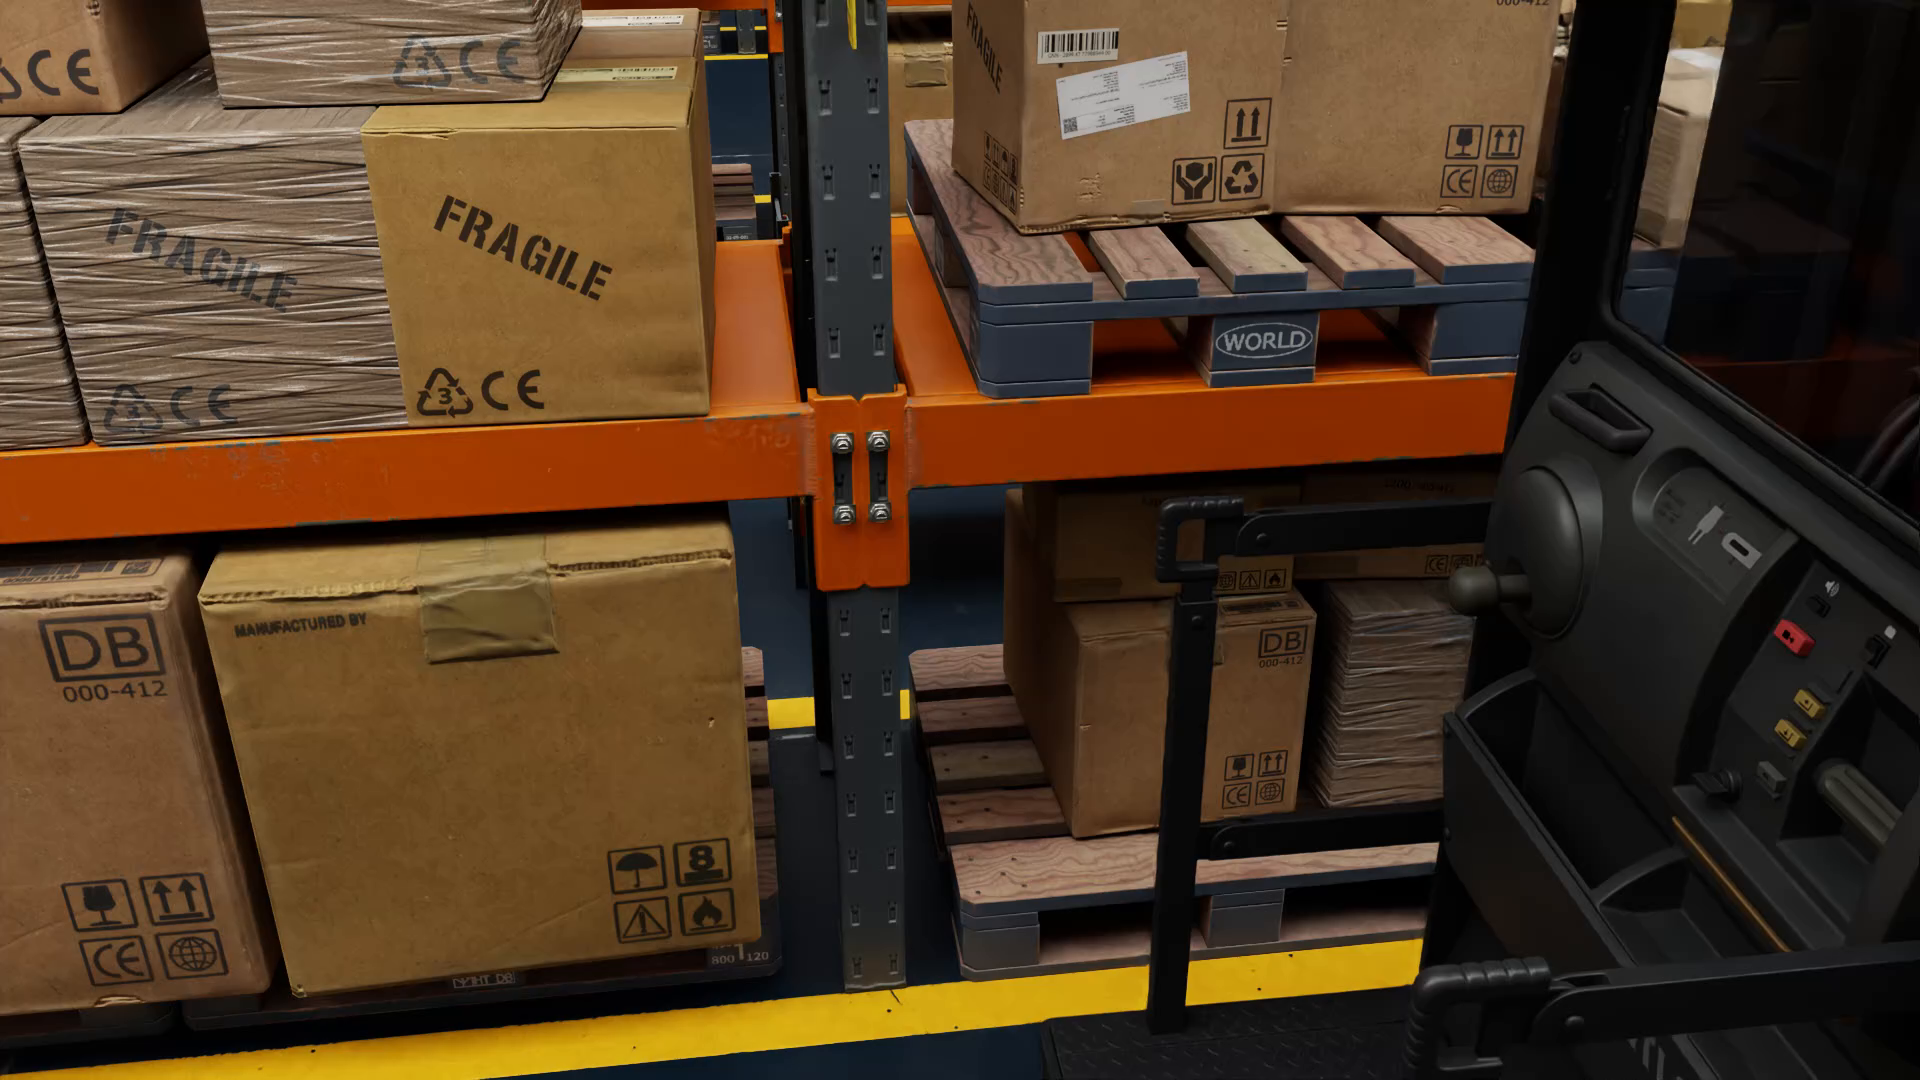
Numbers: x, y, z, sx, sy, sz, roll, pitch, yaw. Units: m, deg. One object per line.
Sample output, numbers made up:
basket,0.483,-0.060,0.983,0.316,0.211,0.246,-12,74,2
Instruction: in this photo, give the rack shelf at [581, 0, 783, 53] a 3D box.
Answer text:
rack shelf,-2.815,-2.430,7.488,4.000,0.370,1.077,-4,27,-7

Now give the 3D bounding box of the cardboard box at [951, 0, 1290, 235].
cardboard box,0.286,-0.913,3.173,0.500,0.500,0.500,-7,28,-13

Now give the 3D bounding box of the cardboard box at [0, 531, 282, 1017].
cardboard box,-1.813,0.217,3.408,0.875,0.875,1.225,-4,27,-7

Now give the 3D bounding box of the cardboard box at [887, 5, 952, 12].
cardboard box,-0.333,-4.208,12.585,0.625,0.372,0.950,-4,27,-8

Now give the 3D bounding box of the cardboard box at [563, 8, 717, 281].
cardboard box,-0.762,-0.765,3.346,0.500,0.500,0.500,-3,27,-6

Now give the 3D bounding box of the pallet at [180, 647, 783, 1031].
pallet,-1.034,0.628,3.795,1.213,0.211,1.003,-4,27,-7

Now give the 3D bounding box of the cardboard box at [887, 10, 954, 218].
cardboard box,-0.219,-2.061,7.986,0.750,0.750,1.050,-4,27,-8

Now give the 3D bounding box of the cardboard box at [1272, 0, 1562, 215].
cardboard box,0.825,-0.993,3.330,0.500,0.500,0.700,0,27,1

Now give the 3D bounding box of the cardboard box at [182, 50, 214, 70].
cardboard box,-1.273,-0.732,3.280,0.500,0.500,0.500,-4,27,-9

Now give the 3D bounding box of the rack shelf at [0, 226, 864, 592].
rack shelf,-2.224,-0.181,3.106,4.000,0.370,1.077,-4,27,-7

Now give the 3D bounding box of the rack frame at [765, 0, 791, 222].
rack frame,-0.834,-2.877,7.572,0.127,3.000,1.000,-4,27,-7

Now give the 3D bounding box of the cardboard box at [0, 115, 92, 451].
cardboard box,-1.706,-0.466,2.764,0.500,0.500,0.500,-5,28,-9

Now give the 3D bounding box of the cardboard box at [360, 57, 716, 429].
cardboard box,-0.697,-0.530,2.887,0.500,0.500,0.500,-3,27,-6

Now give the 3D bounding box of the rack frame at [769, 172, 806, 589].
rack frame,-0.510,-0.468,4.929,0.032,1.125,0.500,-4,27,-7

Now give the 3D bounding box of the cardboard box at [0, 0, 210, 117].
cardboard box,-1.615,-1.040,2.783,0.637,0.503,0.797,-3,27,-6

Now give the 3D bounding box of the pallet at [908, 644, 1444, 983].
pallet,0.531,0.563,3.922,1.213,0.211,1.003,-4,27,-7

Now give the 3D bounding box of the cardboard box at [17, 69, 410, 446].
cardboard box,-1.192,-0.501,2.831,0.500,0.500,0.500,-4,27,-8

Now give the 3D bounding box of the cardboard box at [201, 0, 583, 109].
cardboard box,-0.969,-1.080,2.861,0.637,0.503,0.797,-3,27,-5

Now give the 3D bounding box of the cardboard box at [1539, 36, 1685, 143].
cardboard box,1.370,-0.984,3.569,0.258,0.266,0.396,-4,27,-9

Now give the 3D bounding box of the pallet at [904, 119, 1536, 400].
pallet,0.448,-0.637,3.416,1.003,0.211,1.213,-4,27,-7

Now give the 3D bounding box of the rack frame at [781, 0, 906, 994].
rack frame,-0.243,-0.629,3.190,0.127,3.000,1.000,-4,27,-7

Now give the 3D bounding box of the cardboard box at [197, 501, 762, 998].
cardboard box,-0.929,0.164,3.512,0.875,0.875,1.225,-5,28,-10

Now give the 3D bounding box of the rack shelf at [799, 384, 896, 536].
rack shelf,-0.007,-0.282,5.104,1.000,0.278,0.538,-4,27,-7

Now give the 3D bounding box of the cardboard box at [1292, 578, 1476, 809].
cardboard box,0.965,0.195,3.841,0.500,0.500,0.700,-6,28,-11

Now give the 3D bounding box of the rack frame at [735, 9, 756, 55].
rack frame,-1.624,-5.109,11.921,0.127,3.000,1.000,-4,27,-7

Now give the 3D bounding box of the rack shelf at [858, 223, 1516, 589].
rack shelf,1.737,-0.436,3.602,4.000,0.370,1.077,-4,27,-7

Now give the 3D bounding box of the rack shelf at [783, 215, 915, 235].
rack shelf,-0.007,-0.760,4.859,1.000,0.278,0.538,-4,27,-7

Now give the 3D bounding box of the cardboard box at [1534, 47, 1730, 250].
cardboard box,1.449,-0.752,3.133,0.500,0.250,0.500,-4,27,-9

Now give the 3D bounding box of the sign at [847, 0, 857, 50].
sign,-0.163,-0.893,2.437,0.005,0.325,0.100,-4,27,-7

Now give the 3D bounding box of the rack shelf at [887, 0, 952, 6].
rack shelf,1.146,-2.685,7.984,4.000,0.370,1.077,-4,27,-7

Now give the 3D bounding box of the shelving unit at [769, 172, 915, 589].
shelving unit,-0.007,-0.500,4.992,1.048,1.125,0.538,-4,27,-7

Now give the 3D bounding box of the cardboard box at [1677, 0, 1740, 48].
cardboard box,3.759,-2.382,8.473,0.875,0.875,0.875,-3,27,-6

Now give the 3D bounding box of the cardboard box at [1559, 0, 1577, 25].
cardboard box,3.987,-3.248,10.880,0.503,0.637,0.797,-4,27,-7

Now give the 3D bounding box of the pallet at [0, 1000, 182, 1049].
pallet,-2.240,0.704,3.647,1.213,0.211,1.003,-4,27,-7

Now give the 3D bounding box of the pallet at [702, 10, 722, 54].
pallet,-2.415,-3.852,12.526,1.213,0.211,1.003,-4,27,-7

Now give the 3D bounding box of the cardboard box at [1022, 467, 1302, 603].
cardboard box,0.416,-0.102,3.598,0.500,0.250,0.500,-3,27,-5

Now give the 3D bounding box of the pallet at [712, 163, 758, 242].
pallet,-1.608,-1.588,8.113,1.213,0.211,1.003,-4,27,-7

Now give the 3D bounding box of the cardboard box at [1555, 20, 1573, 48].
cardboard box,2.525,-2.238,8.329,0.750,0.750,1.050,-4,27,-7

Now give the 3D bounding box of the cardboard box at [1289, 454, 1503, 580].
cardboard box,0.940,-0.141,3.673,0.500,0.250,0.500,-1,27,-1

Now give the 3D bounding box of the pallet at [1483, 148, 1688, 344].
pallet,1.711,-0.688,3.515,1.213,0.211,1.003,-4,27,-7

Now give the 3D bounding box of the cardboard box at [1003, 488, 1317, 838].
cardboard box,0.417,0.236,3.761,0.500,0.500,0.700,-5,28,-10

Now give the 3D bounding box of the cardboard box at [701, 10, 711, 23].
cardboard box,-2.319,-4.344,12.298,0.875,0.875,0.875,-4,27,-8
